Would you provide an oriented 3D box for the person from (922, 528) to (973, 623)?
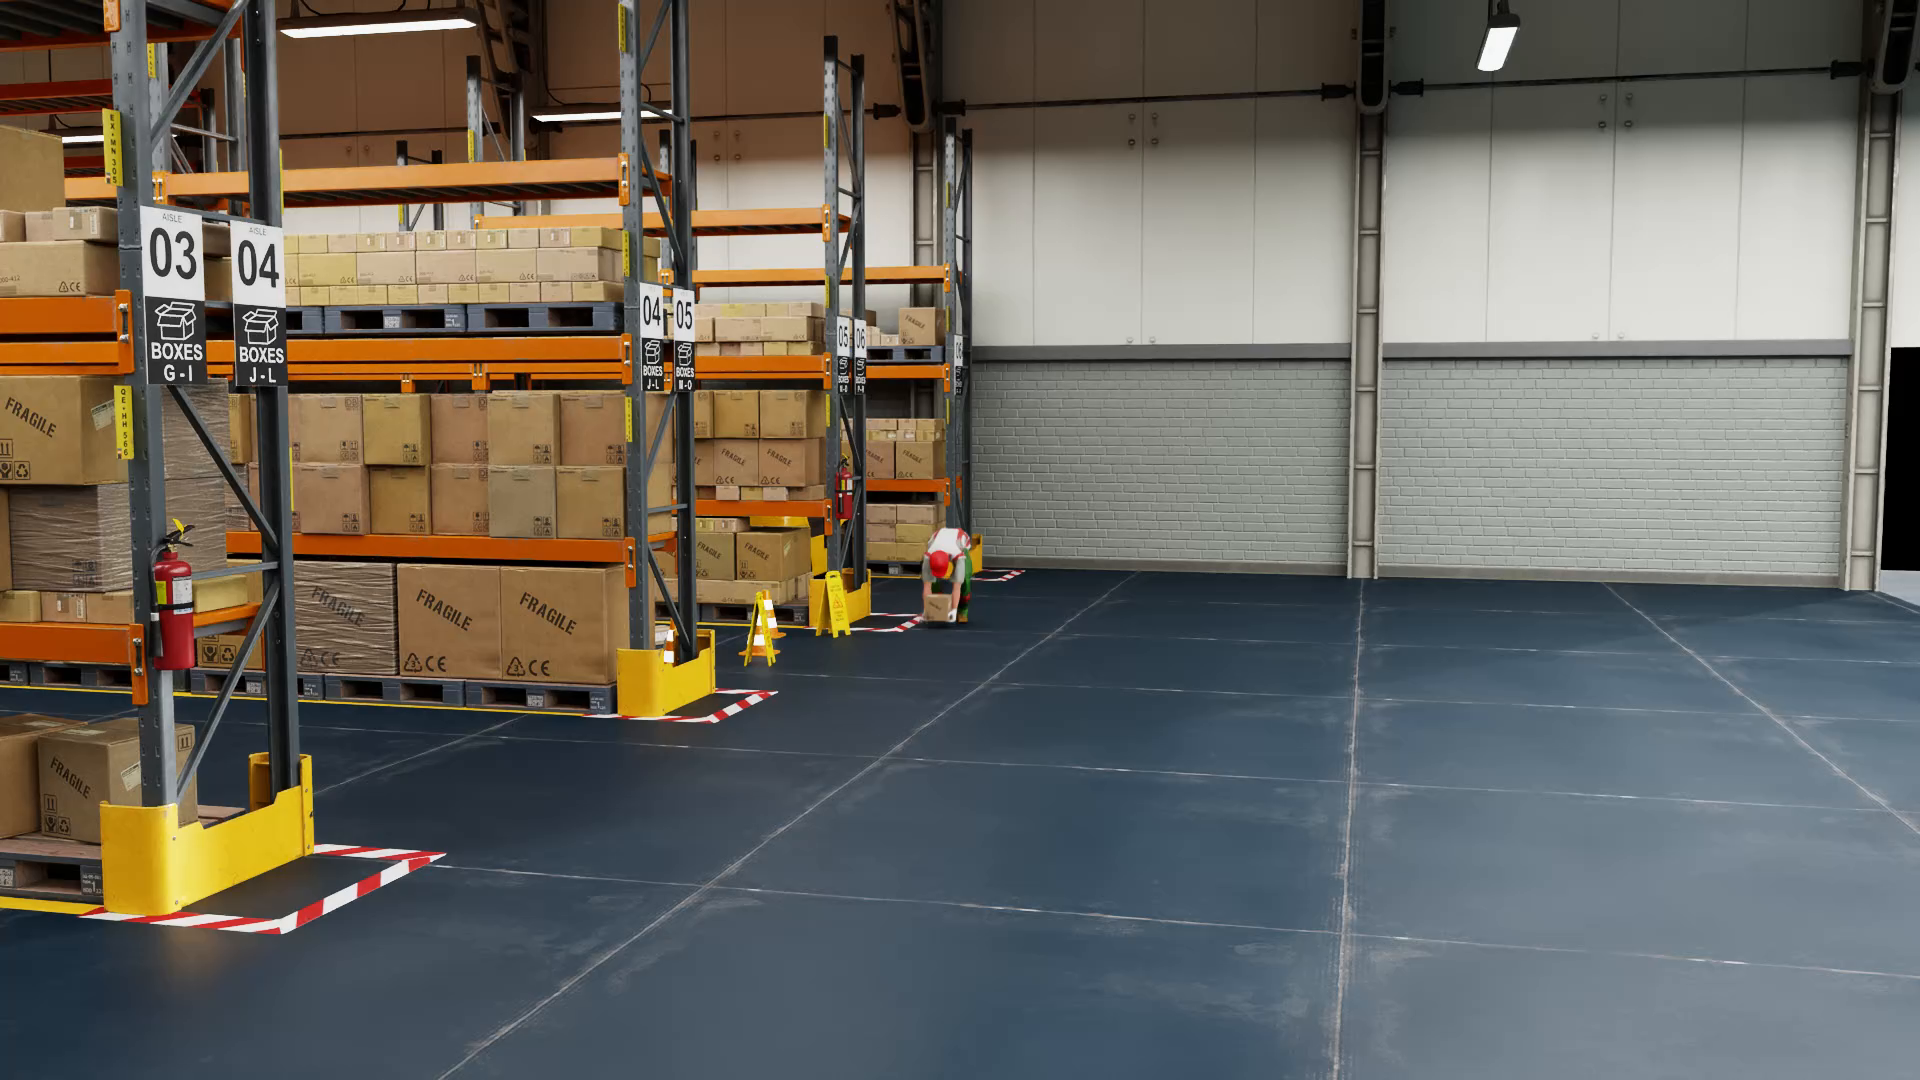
[{"bbox_3d":[-0.141,0.387,17.411,0.528,0.997,0.950,1,5,11],"label":"person"}]
